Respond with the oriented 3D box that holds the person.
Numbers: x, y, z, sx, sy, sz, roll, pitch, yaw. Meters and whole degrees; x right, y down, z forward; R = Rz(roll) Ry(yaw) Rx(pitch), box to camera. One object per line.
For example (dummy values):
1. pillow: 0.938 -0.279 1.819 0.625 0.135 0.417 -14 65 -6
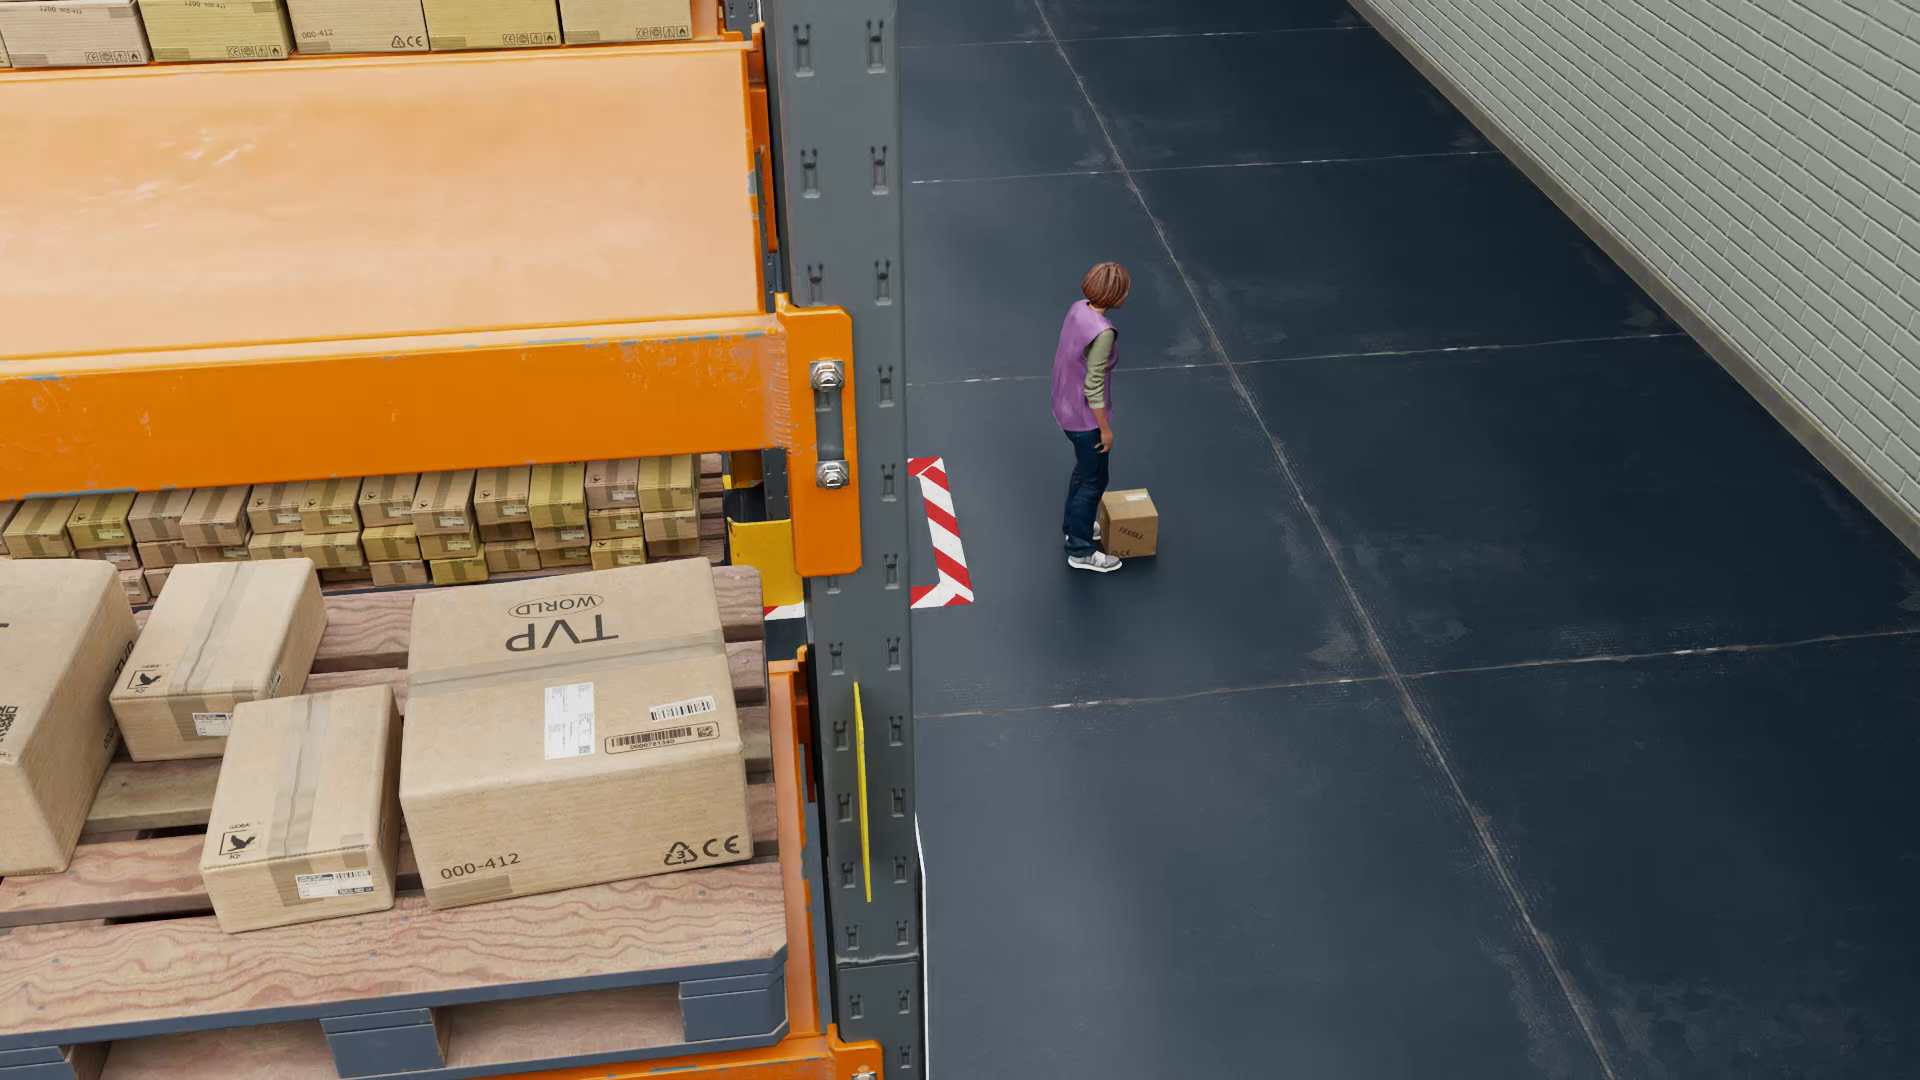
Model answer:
1. person: 0.643 -0.612 8.145 0.375 1.593 0.484 -6 36 -9
